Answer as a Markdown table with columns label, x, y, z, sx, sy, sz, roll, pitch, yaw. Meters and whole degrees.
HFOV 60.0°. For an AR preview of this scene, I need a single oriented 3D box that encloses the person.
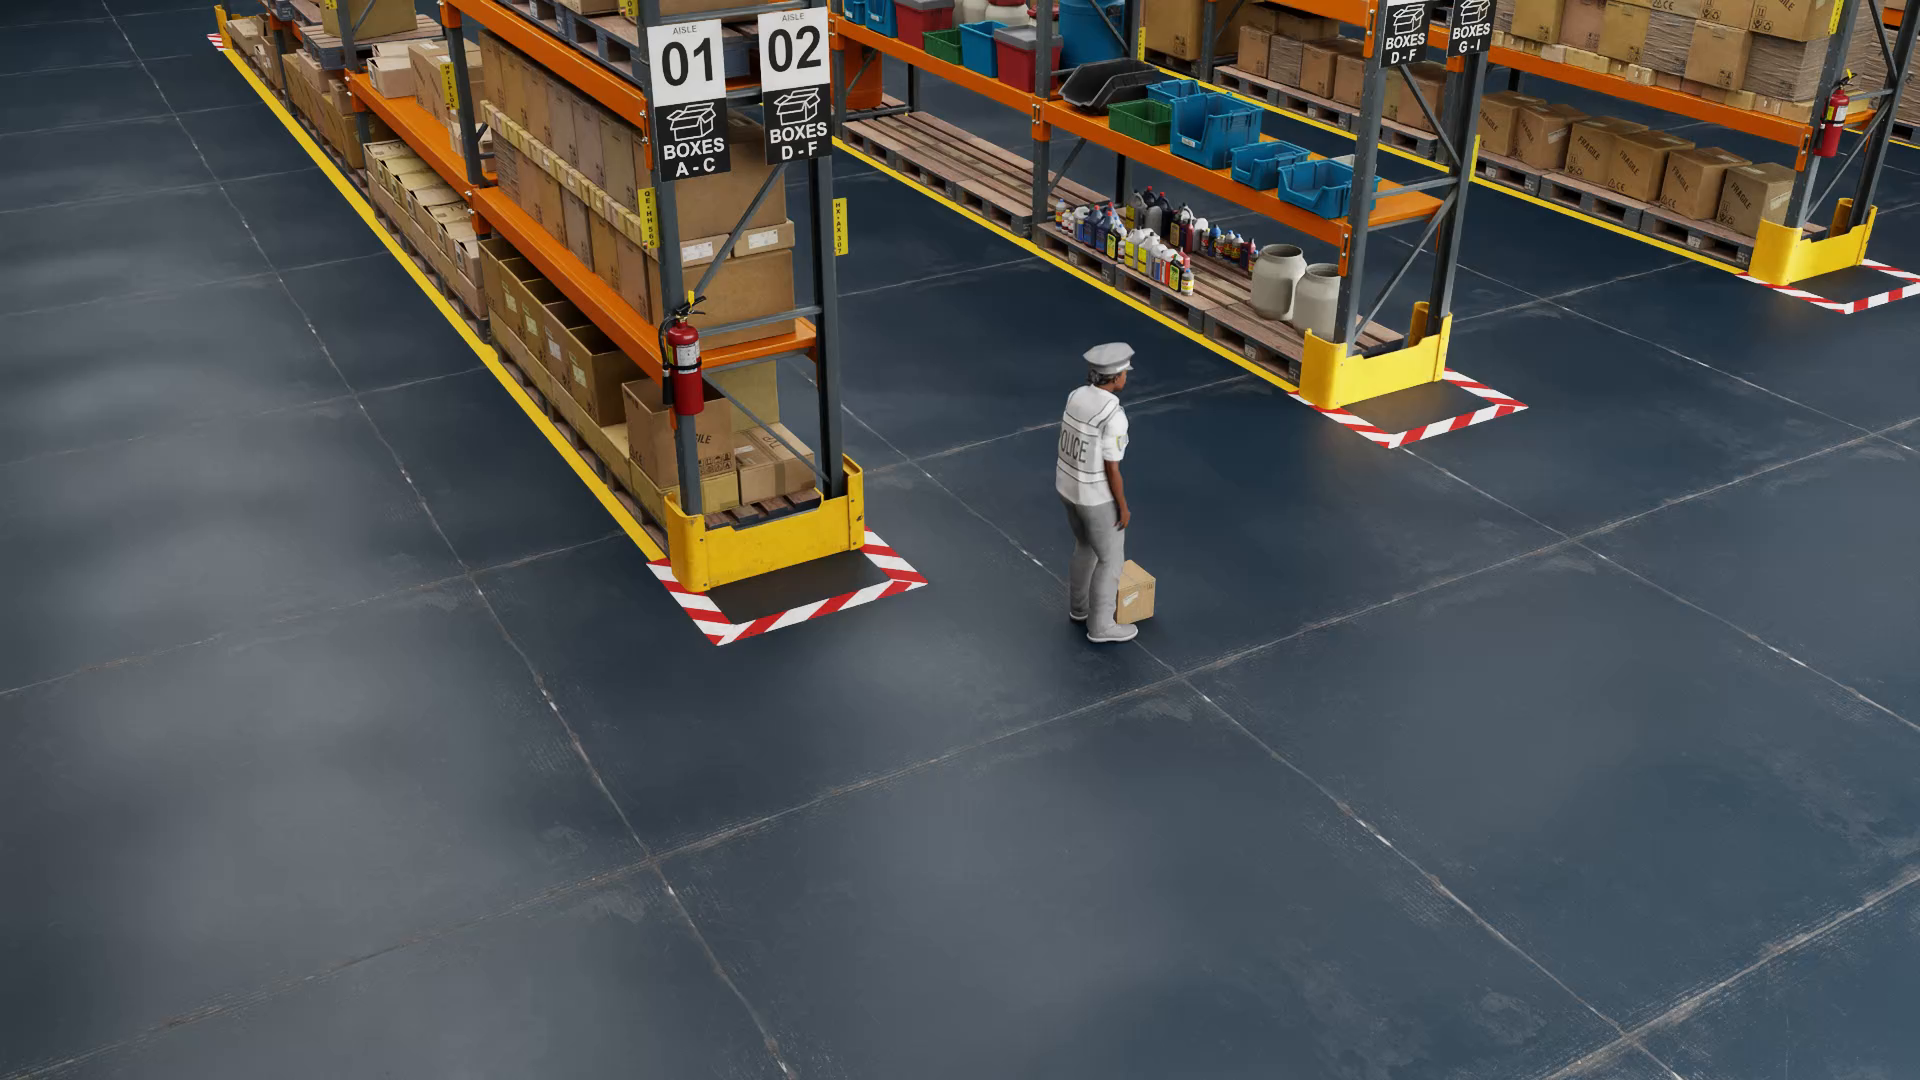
| label | x | y | z | sx | sy | sz | roll | pitch | yaw |
| --- | --- | --- | --- | --- | --- | --- | --- | --- | --- |
| person | 0.748 | -0.250 | 9.004 | 0.415 | 1.659 | 0.505 | -16 | 33 | -26 |
